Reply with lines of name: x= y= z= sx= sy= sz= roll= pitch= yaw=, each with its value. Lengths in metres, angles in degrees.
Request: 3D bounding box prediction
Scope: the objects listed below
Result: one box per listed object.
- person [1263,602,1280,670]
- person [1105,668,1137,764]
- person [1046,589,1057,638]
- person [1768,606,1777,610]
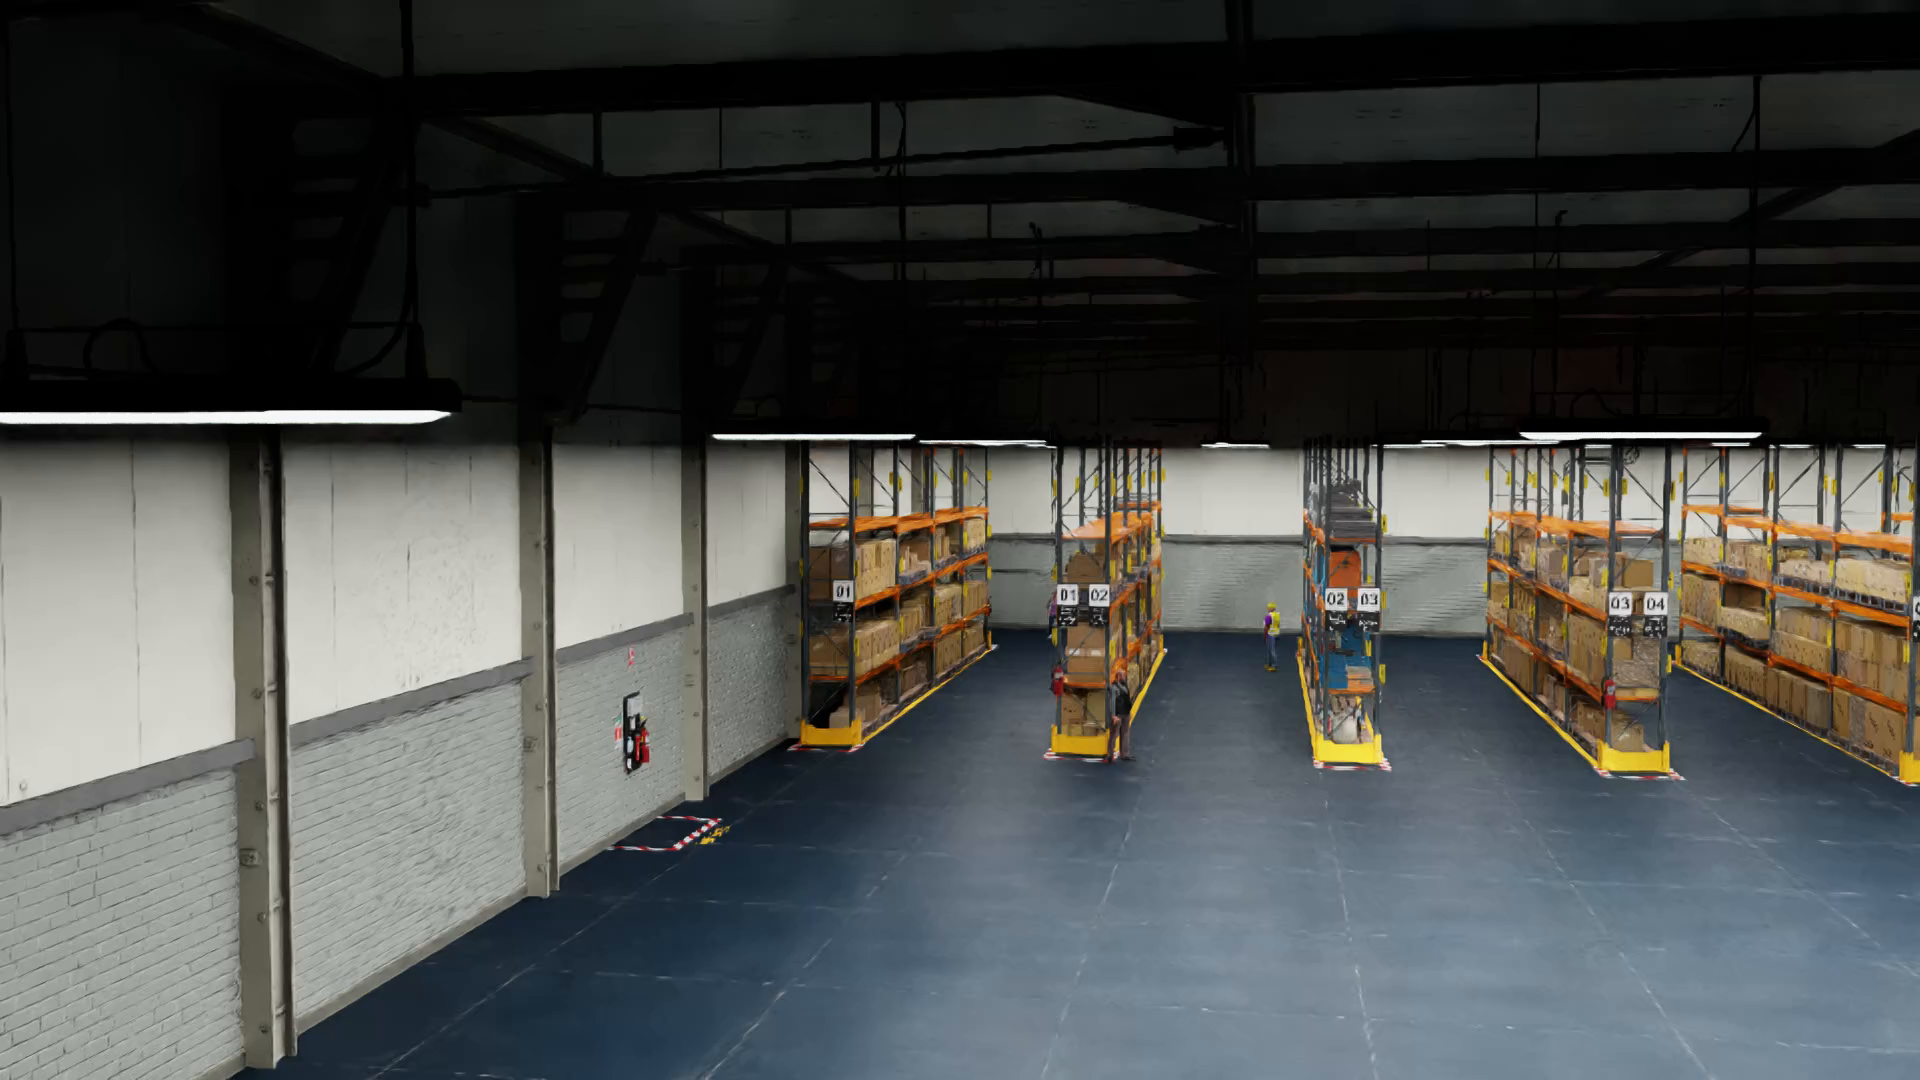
person: x=8.111 y=2.484 z=43.360 sx=0.559 sy=1.762 sz=0.661 roll=3 pitch=4 yaw=40
person: x=2.915 y=3.208 z=30.401 sx=0.411 sy=1.728 sz=0.668 roll=2 pitch=4 yaw=37
person: x=2.877 y=2.247 z=50.183 sx=0.566 sy=1.541 sz=0.519 roll=0 pitch=3 yaw=8
person: x=21.004 y=2.508 z=42.957 sx=0.446 sy=1.780 sz=0.605 roll=-1 pitch=3 yaw=-17
